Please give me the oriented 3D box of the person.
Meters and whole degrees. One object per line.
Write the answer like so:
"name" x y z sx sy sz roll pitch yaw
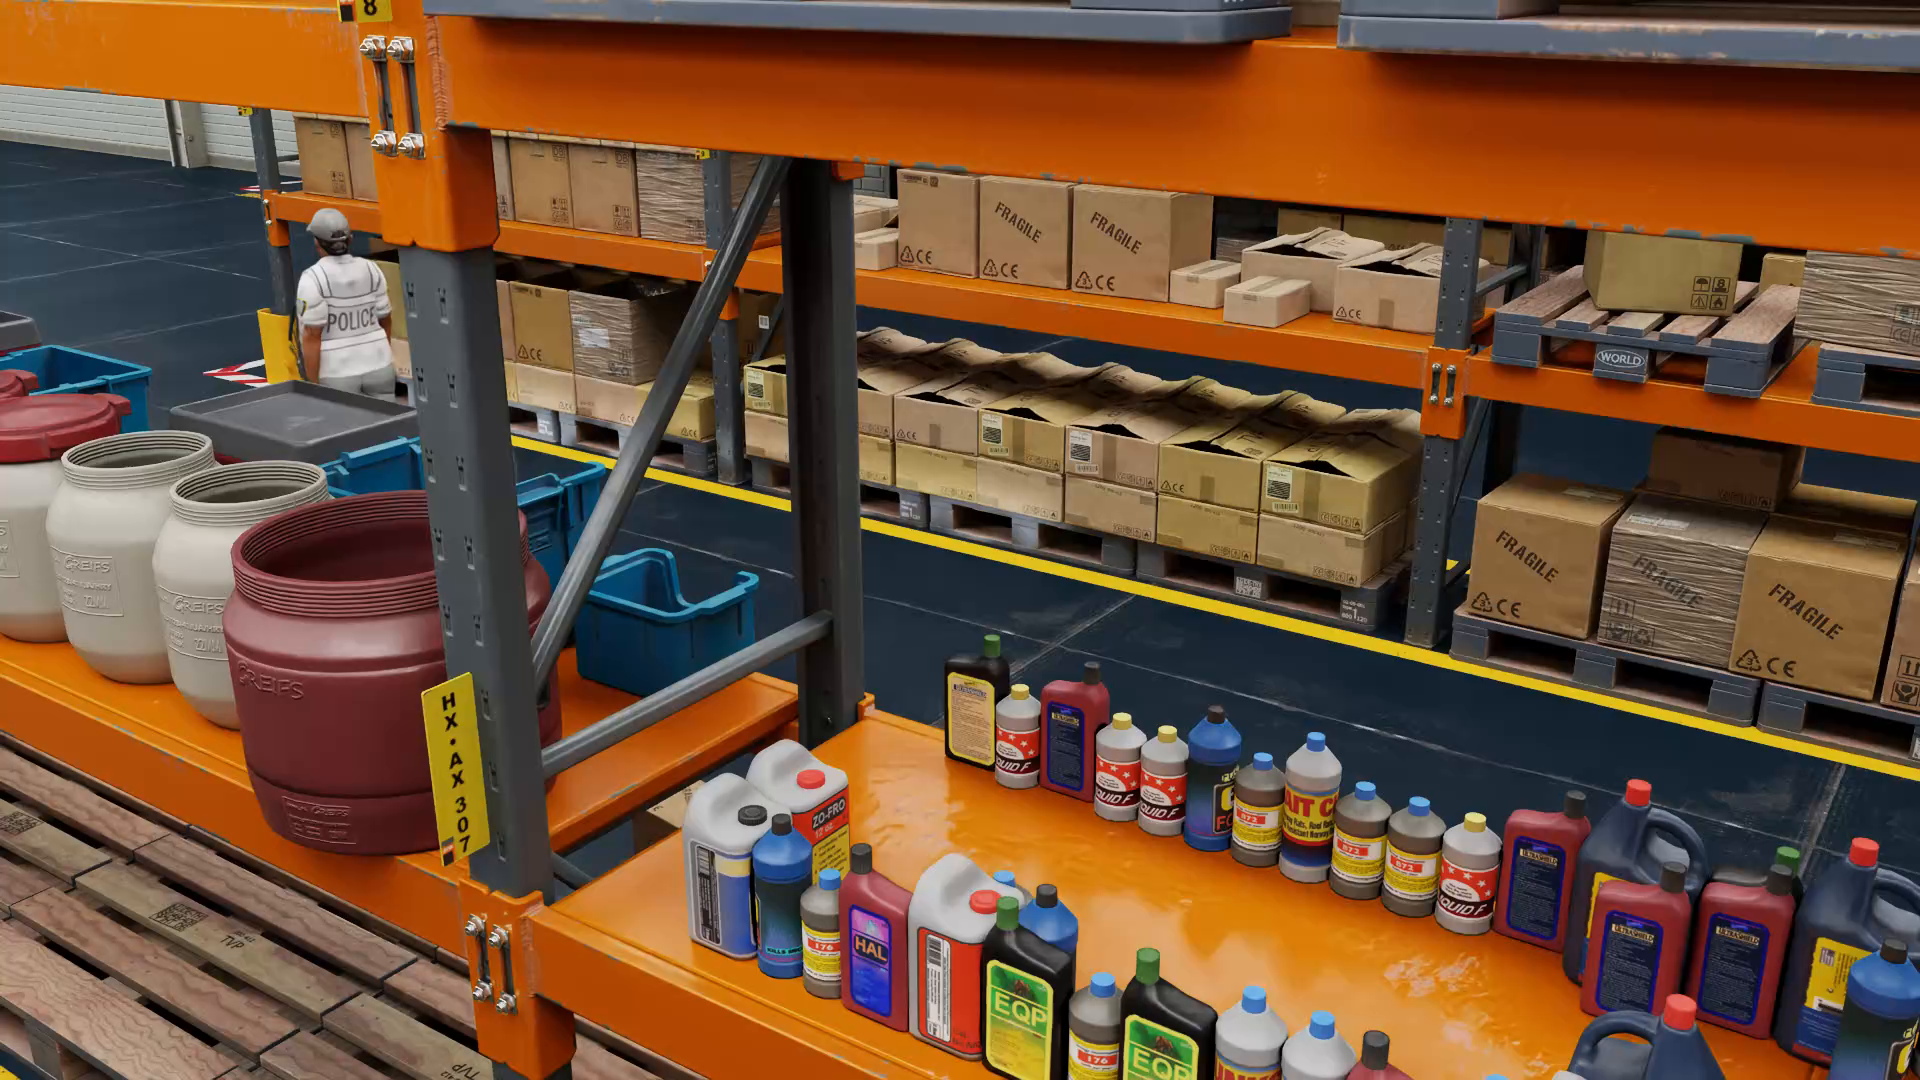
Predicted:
"person" -3.058 -0.784 8.299 0.514 1.728 0.605 -18 27 -41
